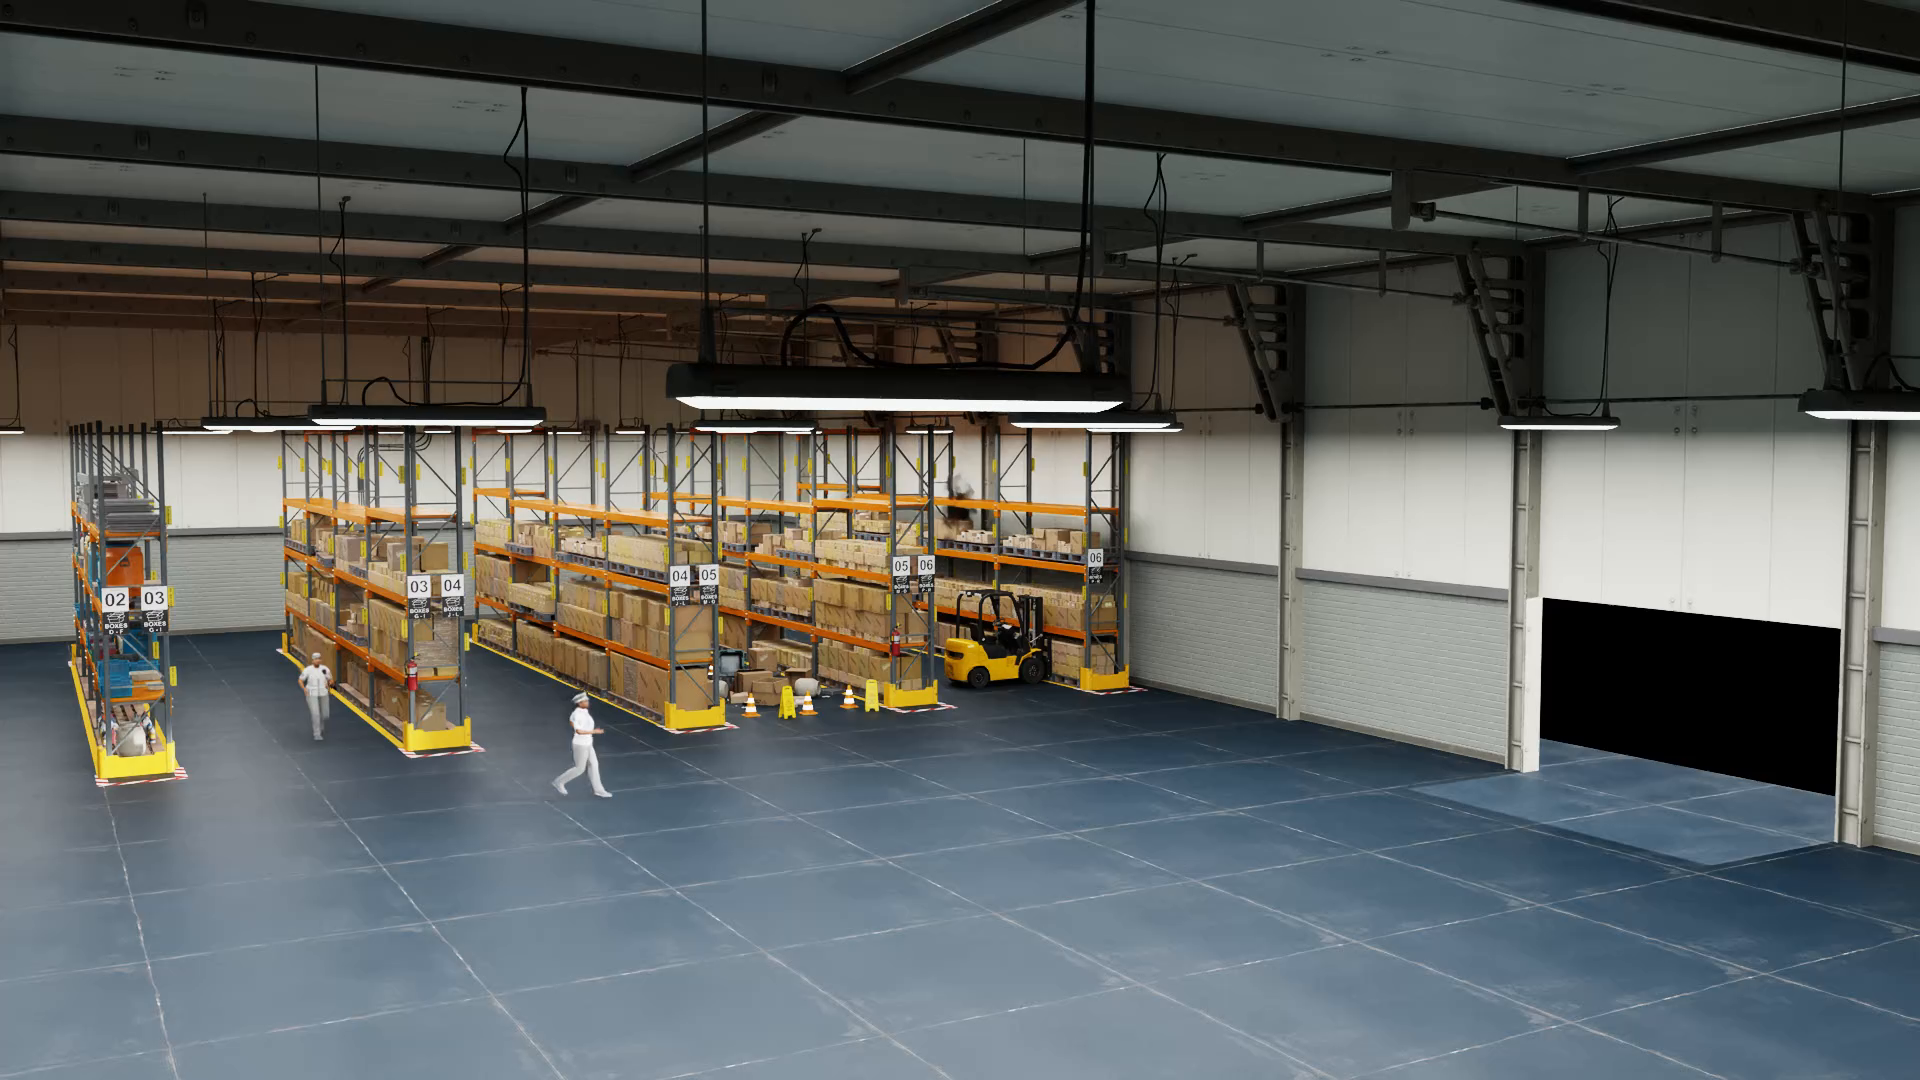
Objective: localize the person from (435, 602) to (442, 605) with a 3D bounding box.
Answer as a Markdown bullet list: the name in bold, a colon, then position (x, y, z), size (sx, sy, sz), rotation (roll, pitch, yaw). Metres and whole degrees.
- **person**: position (-14.247, 2.116, 45.147), size (0.573, 1.641, 0.688), rotation (-1, 4, -20)

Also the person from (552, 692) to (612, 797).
- **person**: position (-5.968, 3.243, 26.240), size (0.923, 1.687, 0.579), rotation (0, 4, -3)

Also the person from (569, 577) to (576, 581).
- **person**: position (-11.425, 1.897, 49.406), size (0.622, 1.585, 0.565), rotation (-2, 4, -32)

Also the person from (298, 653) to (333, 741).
- **person**: position (-12.233, 2.954, 31.618), size (0.618, 1.628, 0.758), rotation (-2, 4, -33)
